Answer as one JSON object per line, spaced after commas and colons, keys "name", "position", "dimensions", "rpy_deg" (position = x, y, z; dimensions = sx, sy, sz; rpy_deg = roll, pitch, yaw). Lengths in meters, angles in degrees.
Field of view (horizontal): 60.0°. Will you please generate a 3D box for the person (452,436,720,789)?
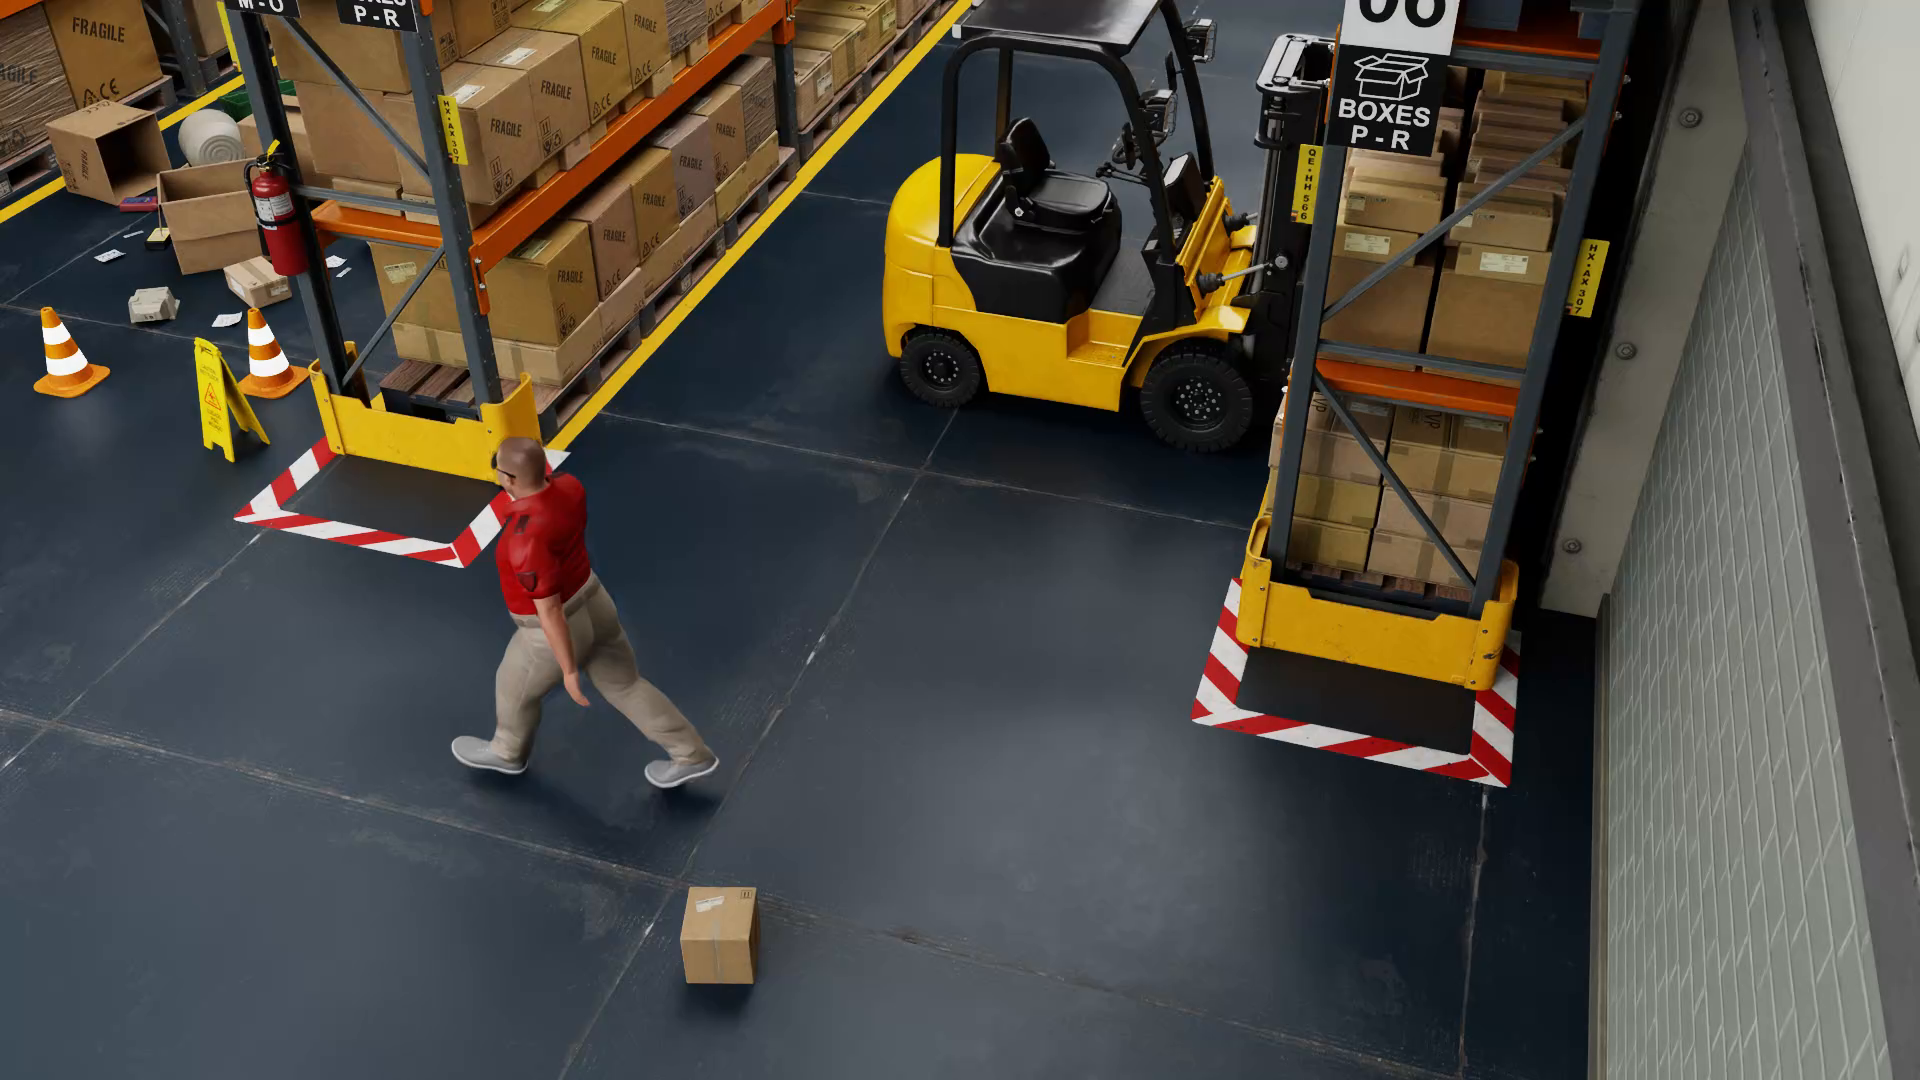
{"name": "person", "position": [-1.558, 0.310, 6.519], "dimensions": [1.128, 1.662, 0.577], "rpy_deg": [14, 39, 18]}
